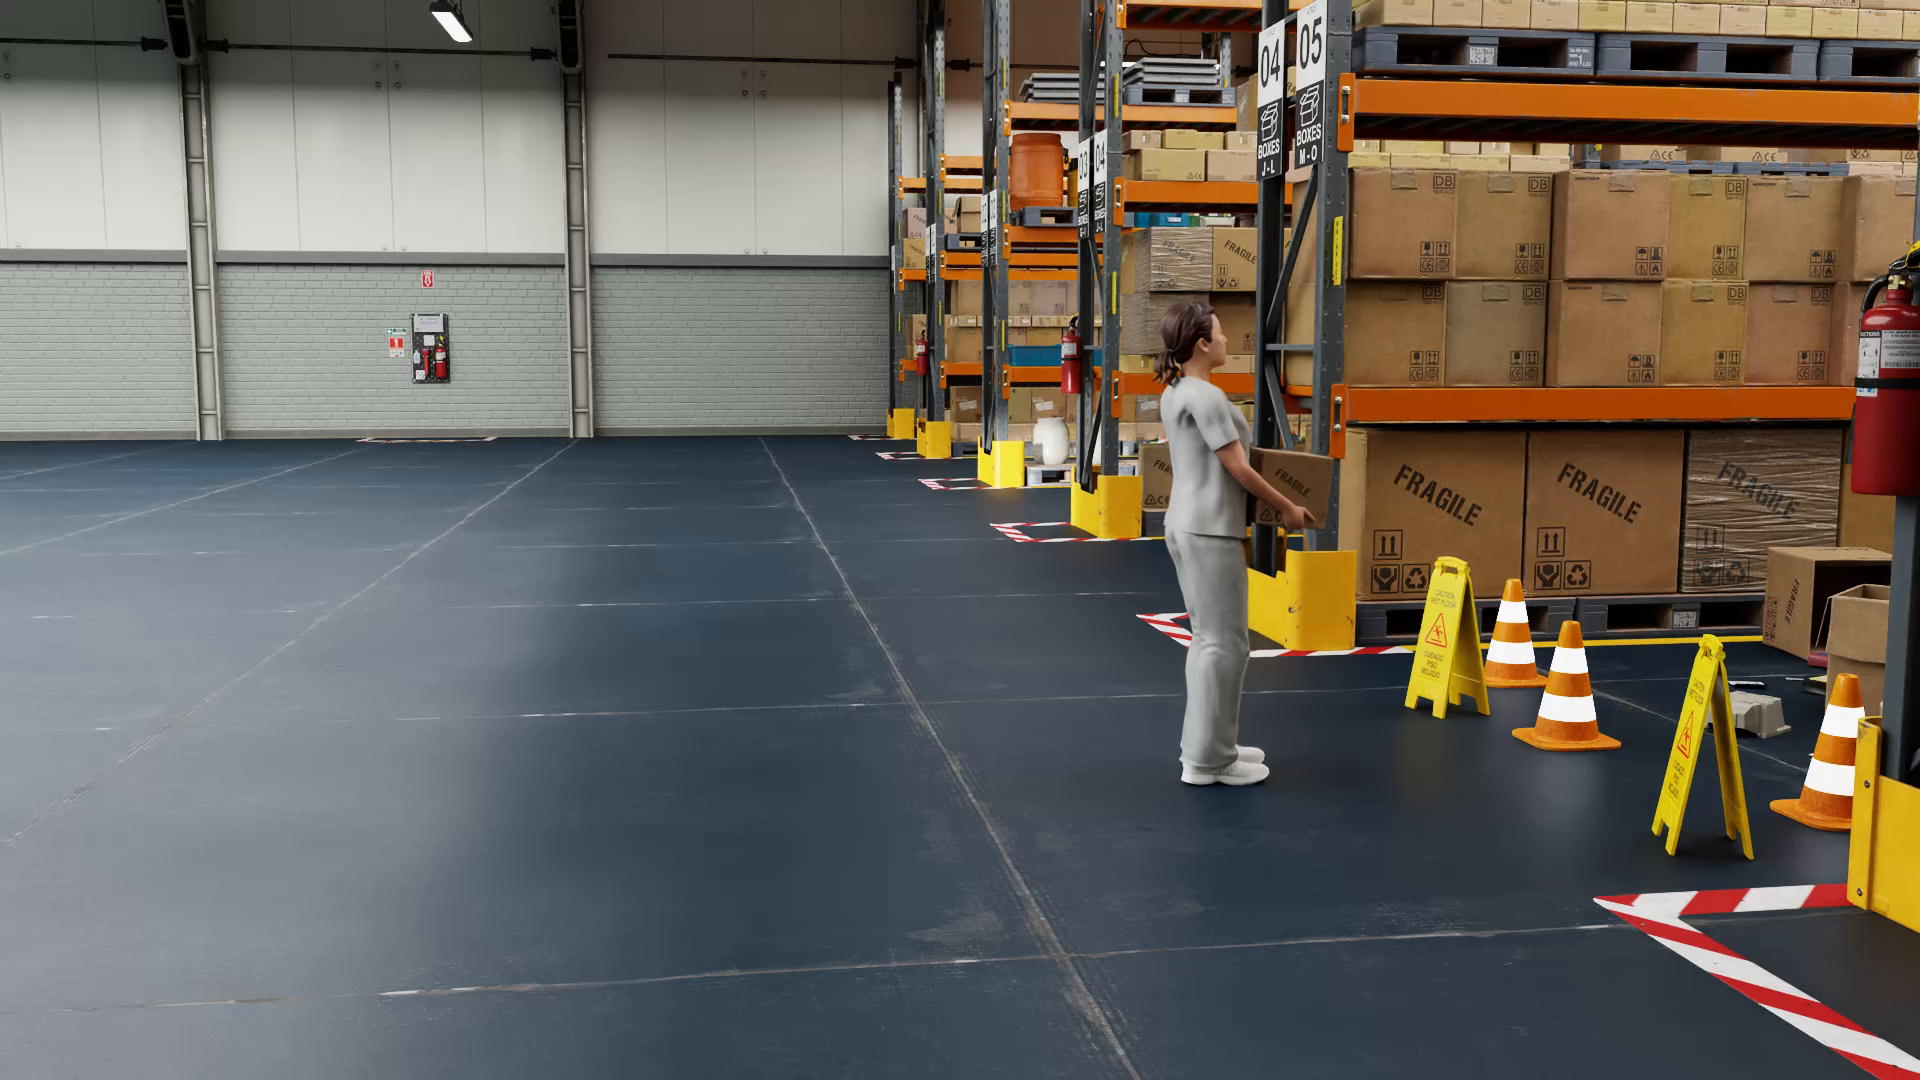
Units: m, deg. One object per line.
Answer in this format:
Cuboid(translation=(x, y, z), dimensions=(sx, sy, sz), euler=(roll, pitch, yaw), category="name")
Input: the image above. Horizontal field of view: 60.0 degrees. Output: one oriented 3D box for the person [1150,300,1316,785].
Cuboid(translation=(0.927, 0.003, 5.813), dimensions=(0.550, 1.664, 0.441), euler=(-1, 7, -9), category="person")
